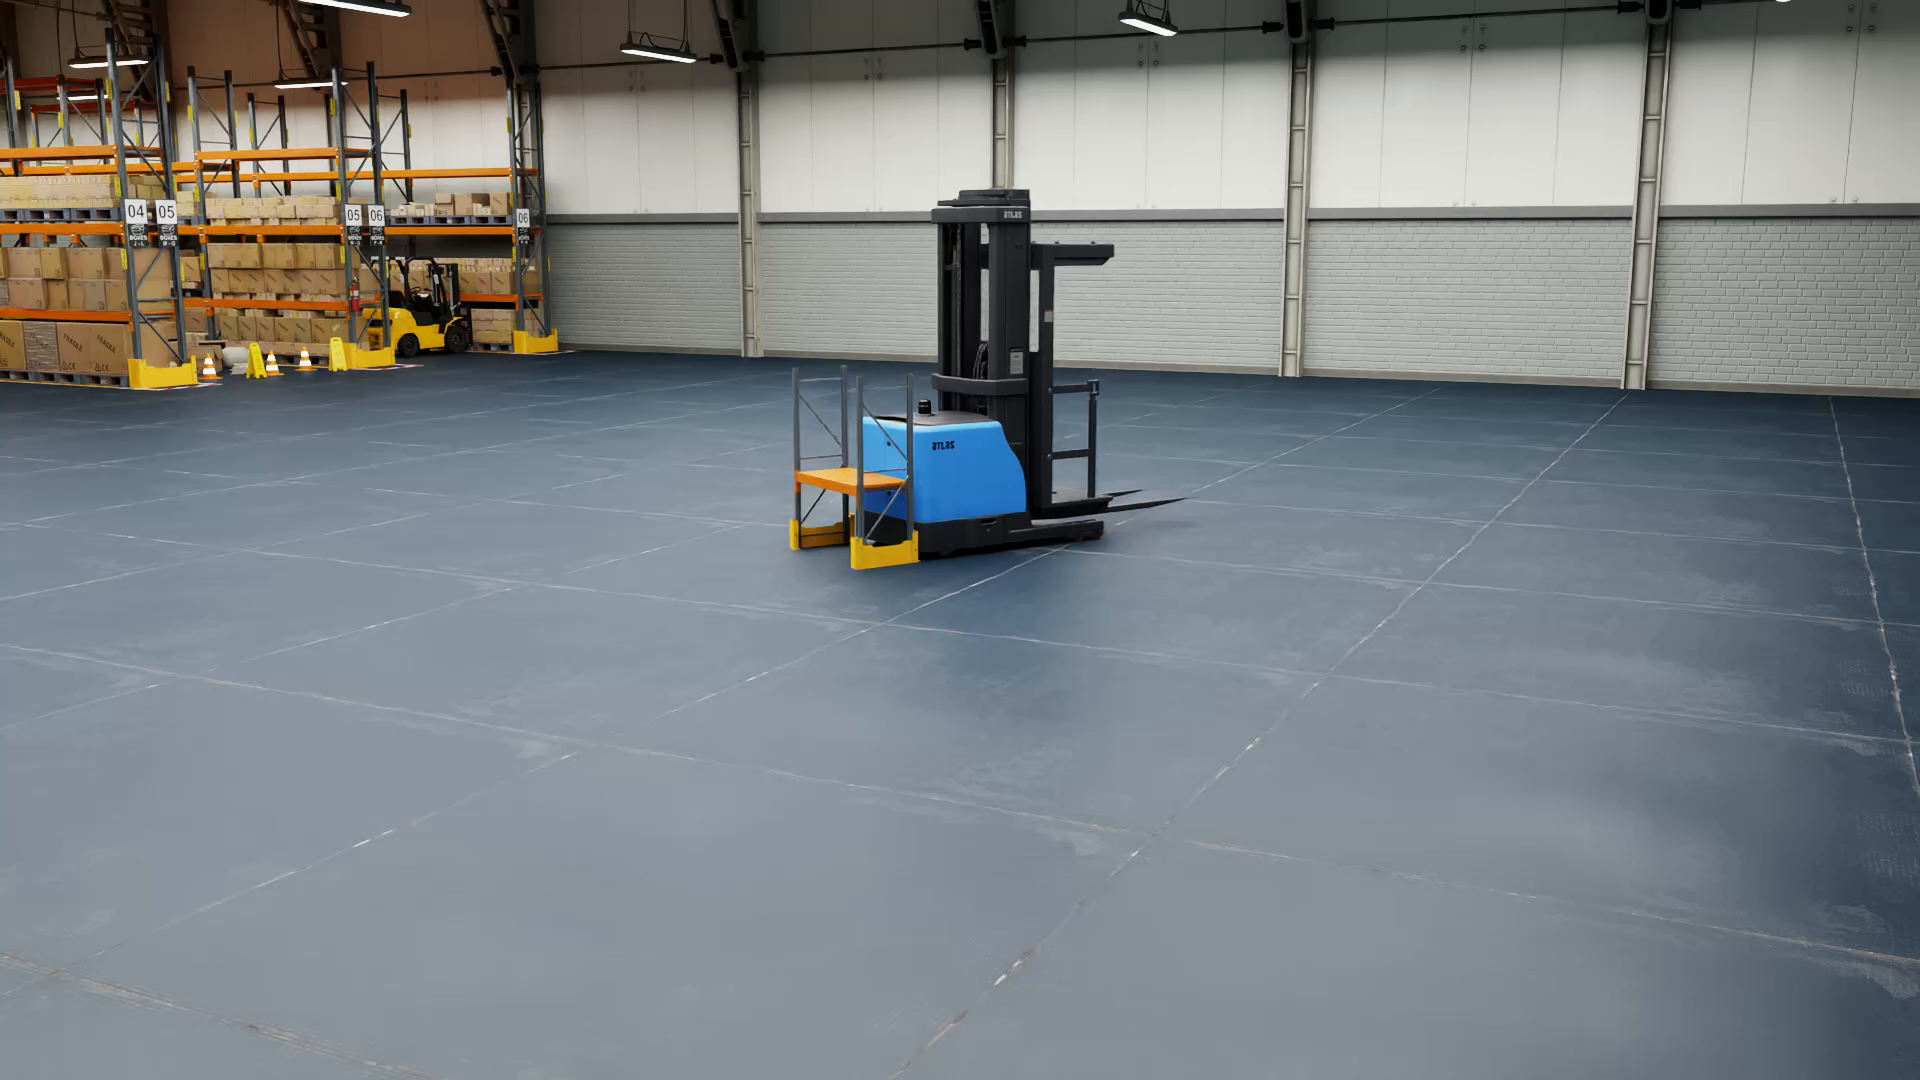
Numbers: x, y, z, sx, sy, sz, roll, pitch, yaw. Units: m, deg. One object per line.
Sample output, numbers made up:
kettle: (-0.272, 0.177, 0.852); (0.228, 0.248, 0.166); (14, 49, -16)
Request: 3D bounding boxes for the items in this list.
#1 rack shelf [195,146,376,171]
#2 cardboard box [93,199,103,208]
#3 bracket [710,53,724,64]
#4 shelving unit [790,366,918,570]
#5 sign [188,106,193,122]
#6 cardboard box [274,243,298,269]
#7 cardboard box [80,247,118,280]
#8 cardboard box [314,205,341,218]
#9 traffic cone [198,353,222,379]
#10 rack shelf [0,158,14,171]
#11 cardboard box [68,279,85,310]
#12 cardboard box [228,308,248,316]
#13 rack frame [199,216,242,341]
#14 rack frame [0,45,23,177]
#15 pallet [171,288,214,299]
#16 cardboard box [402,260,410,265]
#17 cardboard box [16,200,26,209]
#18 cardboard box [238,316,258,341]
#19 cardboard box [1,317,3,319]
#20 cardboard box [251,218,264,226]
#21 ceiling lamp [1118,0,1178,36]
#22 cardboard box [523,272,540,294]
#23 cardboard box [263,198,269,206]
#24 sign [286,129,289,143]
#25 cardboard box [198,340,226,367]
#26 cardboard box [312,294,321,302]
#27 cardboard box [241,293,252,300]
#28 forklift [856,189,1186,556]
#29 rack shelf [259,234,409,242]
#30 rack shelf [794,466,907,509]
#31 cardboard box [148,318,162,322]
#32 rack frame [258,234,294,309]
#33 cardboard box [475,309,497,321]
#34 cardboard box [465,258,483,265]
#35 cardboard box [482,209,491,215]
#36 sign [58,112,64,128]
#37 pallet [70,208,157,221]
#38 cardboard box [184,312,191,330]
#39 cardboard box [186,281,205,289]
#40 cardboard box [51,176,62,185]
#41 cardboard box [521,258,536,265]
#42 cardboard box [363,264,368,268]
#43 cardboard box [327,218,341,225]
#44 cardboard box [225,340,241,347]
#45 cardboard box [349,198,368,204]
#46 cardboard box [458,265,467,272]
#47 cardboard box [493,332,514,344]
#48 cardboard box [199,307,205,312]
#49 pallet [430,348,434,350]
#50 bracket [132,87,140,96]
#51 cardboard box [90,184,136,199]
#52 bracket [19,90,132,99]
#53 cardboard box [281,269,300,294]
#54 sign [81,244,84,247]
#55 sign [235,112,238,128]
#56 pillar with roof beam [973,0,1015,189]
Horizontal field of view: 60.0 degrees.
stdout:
rack shelf: (-13.683, -7.738, 33.747); (4.000, 0.370, 1.077); (5, 11, 26)
cardboard box: (-14.663, -5.786, 28.599); (0.250, 0.149, 0.380); (5, 11, 26)
bracket: (-5.071, -10.202, 35.226); (0.430, 0.232, 0.235); (5, 11, 26)
shelving unit: (-0.872, -0.611, 13.397); (0.587, 1.500, 1.083); (-7, 12, -34)
sign: (-15.717, -8.700, 33.964); (0.005, 0.325, 0.100); (5, 11, 26)
cardboard box: (-13.398, -5.742, 33.609); (0.500, 0.500, 0.700); (5, 11, 25)
cardboard box: (-14.839, -4.855, 29.178); (0.550, 0.550, 0.875); (5, 11, 26)
cardboard box: (-12.468, -6.530, 33.051); (0.500, 0.250, 0.500); (5, 11, 25)
traffic cone: (-13.837, -3.206, 30.644); (0.334, 0.463, 0.336); (5, 11, 26)
rack shelf: (-19.370, -7.060, 31.112); (4.000, 0.370, 1.077); (5, 11, 26)
cardboard box: (-15.291, -4.385, 29.617); (0.550, 0.550, 0.875); (5, 11, 26)
cardboard box: (-14.981, -4.732, 34.568); (0.250, 0.149, 0.380); (5, 11, 27)
rack frame: (-15.477, -5.299, 35.088); (0.127, 3.000, 1.000); (5, 11, 26)
rack frame: (-17.576, -7.453, 30.141); (0.127, 3.000, 1.000); (5, 11, 26)
pallet: (-16.098, -5.288, 35.566); (1.213, 0.211, 1.003); (5, 11, 26)
cardboard box: (-12.847, -6.531, 38.957); (0.250, 0.149, 0.380); (5, 11, 27)
cardboard box: (-16.487, -5.946, 29.484); (0.250, 0.149, 0.380); (5, 11, 25)
cardboard box: (-14.582, -4.392, 34.510); (0.500, 0.500, 0.500); (6, 12, 28)
cardboard box: (-22.059, -5.055, 38.523); (0.875, 0.875, 0.875); (5, 12, 28)
cardboard box: (-14.188, -6.472, 33.852); (0.250, 0.149, 0.380); (5, 11, 25)
ceiling lamp: (3.245, -9.700, 26.168); (0.800, 3.185, 2.000); (5, 11, 26)
cardboard box: (-10.018, -5.910, 38.180); (0.500, 0.500, 0.500); (5, 12, 28)
cardboard box: (-13.908, -6.858, 33.743); (0.250, 0.149, 0.380); (5, 12, 27)
sign: (-16.628, -9.986, 41.071); (0.005, 0.325, 0.100); (5, 11, 26)
cardboard box: (-15.118, -3.769, 33.643); (0.500, 0.500, 0.500); (-4, 11, -23)
cardboard box: (-12.816, -4.882, 33.485); (0.250, 0.149, 0.380); (5, 11, 25)
cardboard box: (-14.628, -5.047, 34.398); (0.250, 0.149, 0.380); (5, 12, 28)
forklift: (0.622, -1.495, 14.259); (3.031, 2.935, 1.130); (-7, 13, -35)
rack shelf: (-15.077, -7.372, 40.137); (4.000, 0.370, 1.077); (5, 11, 26)
rack shelf: (-0.866, -0.433, 13.422); (0.538, 0.185, 1.000); (-7, 12, -34)
cardboard box: (-20.946, -5.696, 43.651); (0.500, 0.311, 0.500); (5, 12, 28)
rack frame: (-16.871, -6.407, 41.211); (0.127, 3.000, 1.000); (5, 11, 26)
cardboard box: (-10.708, -5.148, 37.989); (0.500, 0.250, 0.500); (5, 12, 27)
cardboard box: (-11.066, -6.351, 37.964); (0.250, 0.149, 0.380); (5, 12, 27)
cardboard box: (-10.574, -7.402, 37.529); (0.250, 0.149, 0.380); (5, 11, 24)
sign: (-19.306, -9.015, 35.706); (0.005, 0.325, 0.100); (5, 11, 26)
pallet: (-14.659, -5.675, 28.988); (1.213, 0.211, 1.003); (5, 11, 26)
cardboard box: (-19.642, -5.585, 42.505); (0.500, 0.500, 0.500); (5, 11, 25)
cardboard box: (-16.060, -5.379, 35.053); (0.250, 0.149, 0.380); (5, 11, 27)
cardboard box: (-15.581, -6.259, 28.973); (0.250, 0.149, 0.380); (5, 11, 25)
cardboard box: (-9.903, -6.352, 37.969); (0.250, 0.149, 0.380); (5, 11, 25)
cardboard box: (-13.928, -6.470, 39.452); (0.250, 0.149, 0.380); (5, 11, 25)
cardboard box: (-12.333, -6.320, 33.010); (0.250, 0.149, 0.380); (5, 11, 26)
cardboard box: (-15.067, -4.063, 34.800); (0.500, 0.250, 0.500); (4, 11, 23)
cardboard box: (-12.118, -6.789, 33.365); (0.250, 0.149, 0.380); (5, 11, 25)
cardboard box: (-11.293, -6.225, 38.102); (0.250, 0.149, 0.380); (5, 11, 26)
cardboard box: (-10.258, -4.617, 37.861); (0.500, 0.250, 0.500); (5, 11, 26)
cardboard box: (-19.055, -5.855, 42.176); (0.250, 0.149, 0.380); (5, 12, 28)
pallet: (-12.589, -4.651, 39.334); (1.213, 0.211, 1.003); (5, 11, 26)
bracket: (-21.213, -11.621, 43.064); (0.430, 0.232, 0.235); (5, 11, 26)
cardboard box: (-14.552, -5.984, 28.574); (0.500, 0.250, 0.500); (5, 11, 27)
bracket: (-23.523, -11.824, 44.185); (4.783, 0.066, 0.076); (5, 11, 26)
cardboard box: (-13.392, -5.259, 33.747); (0.500, 0.500, 0.500); (5, 11, 26)
sign: (-23.782, -7.850, 45.044); (0.005, 0.325, 0.100); (5, 11, 26)
sign: (-15.220, -8.835, 34.934); (0.005, 0.325, 0.100); (5, 11, 26)
pillar with roof beam: (-1.066, -7.295, 29.268); (0.548, 9.000, 9.100); (5, 11, 26)
